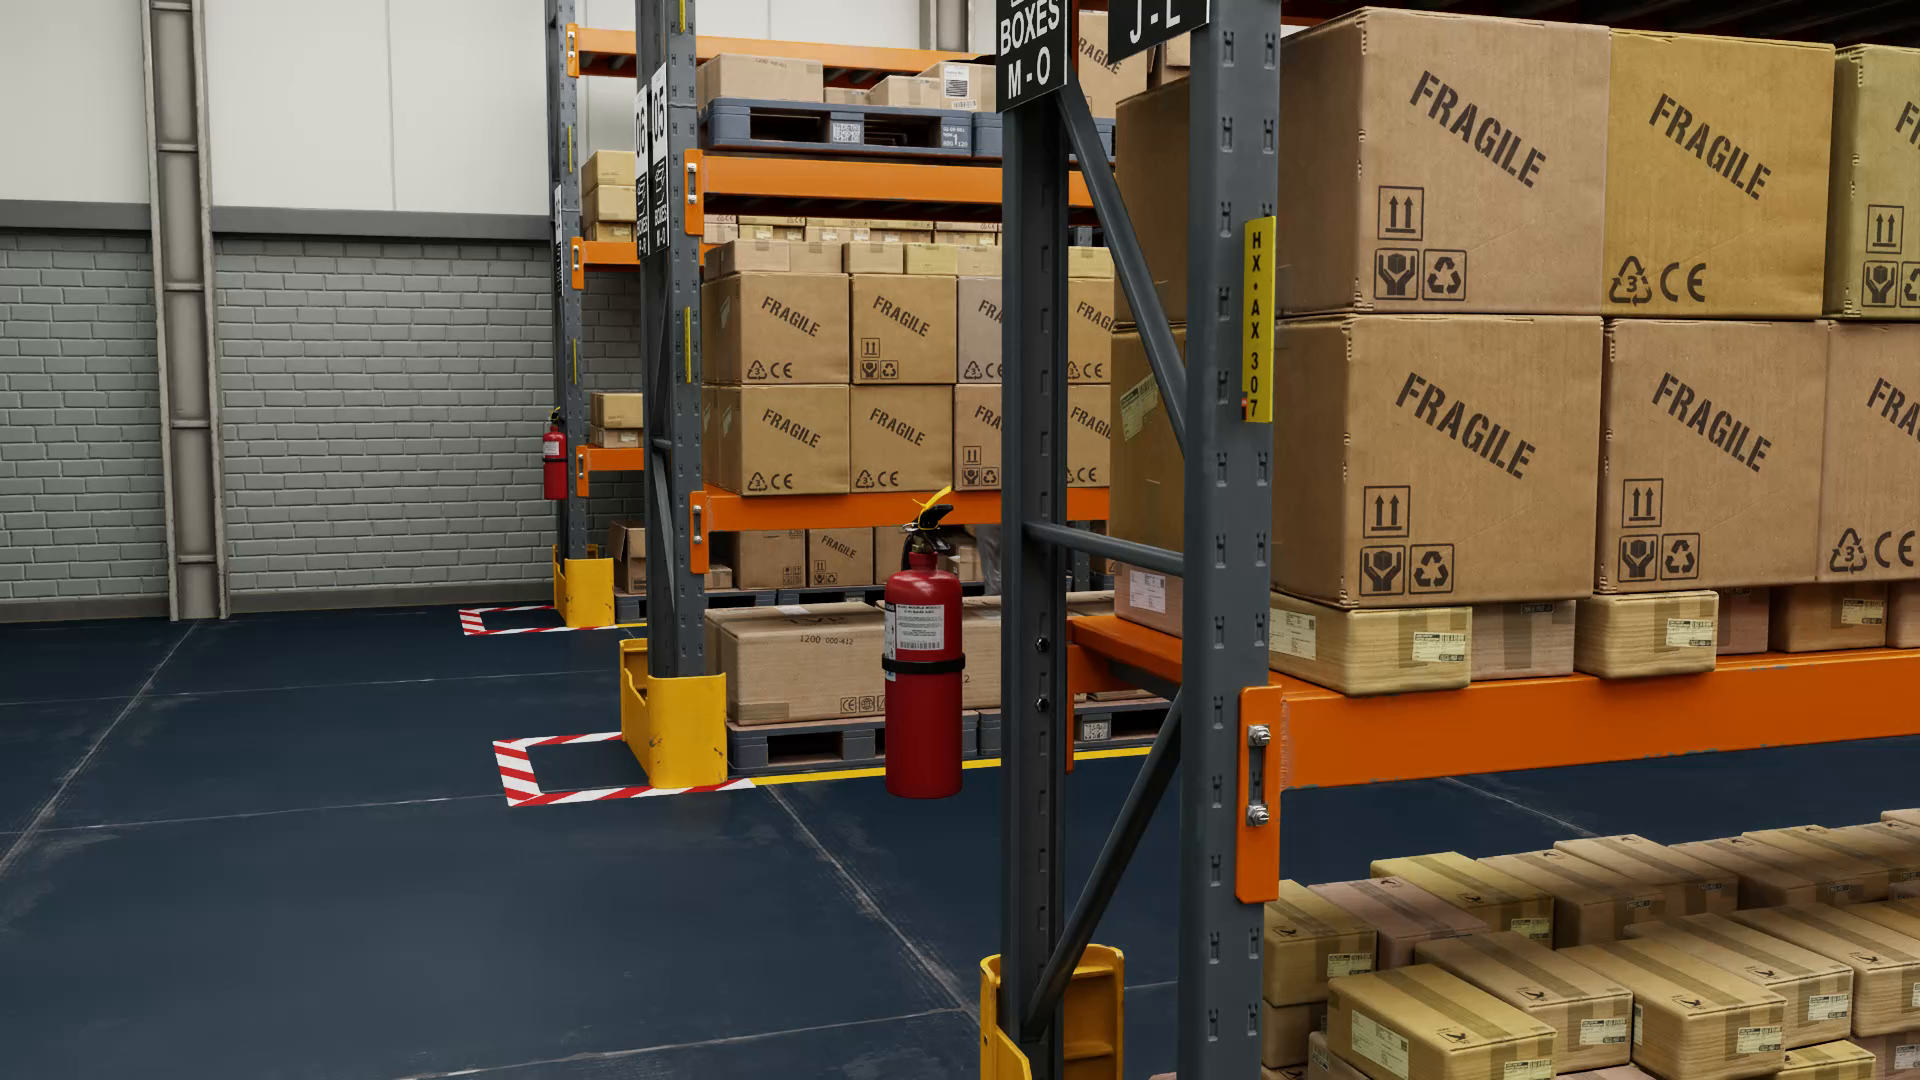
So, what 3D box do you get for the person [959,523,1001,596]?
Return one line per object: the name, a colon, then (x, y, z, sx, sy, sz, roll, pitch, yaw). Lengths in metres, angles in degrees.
person: (0.264, -0.204, 11.658, 0.500, 1.772, 0.604, 5, 8, 42)
